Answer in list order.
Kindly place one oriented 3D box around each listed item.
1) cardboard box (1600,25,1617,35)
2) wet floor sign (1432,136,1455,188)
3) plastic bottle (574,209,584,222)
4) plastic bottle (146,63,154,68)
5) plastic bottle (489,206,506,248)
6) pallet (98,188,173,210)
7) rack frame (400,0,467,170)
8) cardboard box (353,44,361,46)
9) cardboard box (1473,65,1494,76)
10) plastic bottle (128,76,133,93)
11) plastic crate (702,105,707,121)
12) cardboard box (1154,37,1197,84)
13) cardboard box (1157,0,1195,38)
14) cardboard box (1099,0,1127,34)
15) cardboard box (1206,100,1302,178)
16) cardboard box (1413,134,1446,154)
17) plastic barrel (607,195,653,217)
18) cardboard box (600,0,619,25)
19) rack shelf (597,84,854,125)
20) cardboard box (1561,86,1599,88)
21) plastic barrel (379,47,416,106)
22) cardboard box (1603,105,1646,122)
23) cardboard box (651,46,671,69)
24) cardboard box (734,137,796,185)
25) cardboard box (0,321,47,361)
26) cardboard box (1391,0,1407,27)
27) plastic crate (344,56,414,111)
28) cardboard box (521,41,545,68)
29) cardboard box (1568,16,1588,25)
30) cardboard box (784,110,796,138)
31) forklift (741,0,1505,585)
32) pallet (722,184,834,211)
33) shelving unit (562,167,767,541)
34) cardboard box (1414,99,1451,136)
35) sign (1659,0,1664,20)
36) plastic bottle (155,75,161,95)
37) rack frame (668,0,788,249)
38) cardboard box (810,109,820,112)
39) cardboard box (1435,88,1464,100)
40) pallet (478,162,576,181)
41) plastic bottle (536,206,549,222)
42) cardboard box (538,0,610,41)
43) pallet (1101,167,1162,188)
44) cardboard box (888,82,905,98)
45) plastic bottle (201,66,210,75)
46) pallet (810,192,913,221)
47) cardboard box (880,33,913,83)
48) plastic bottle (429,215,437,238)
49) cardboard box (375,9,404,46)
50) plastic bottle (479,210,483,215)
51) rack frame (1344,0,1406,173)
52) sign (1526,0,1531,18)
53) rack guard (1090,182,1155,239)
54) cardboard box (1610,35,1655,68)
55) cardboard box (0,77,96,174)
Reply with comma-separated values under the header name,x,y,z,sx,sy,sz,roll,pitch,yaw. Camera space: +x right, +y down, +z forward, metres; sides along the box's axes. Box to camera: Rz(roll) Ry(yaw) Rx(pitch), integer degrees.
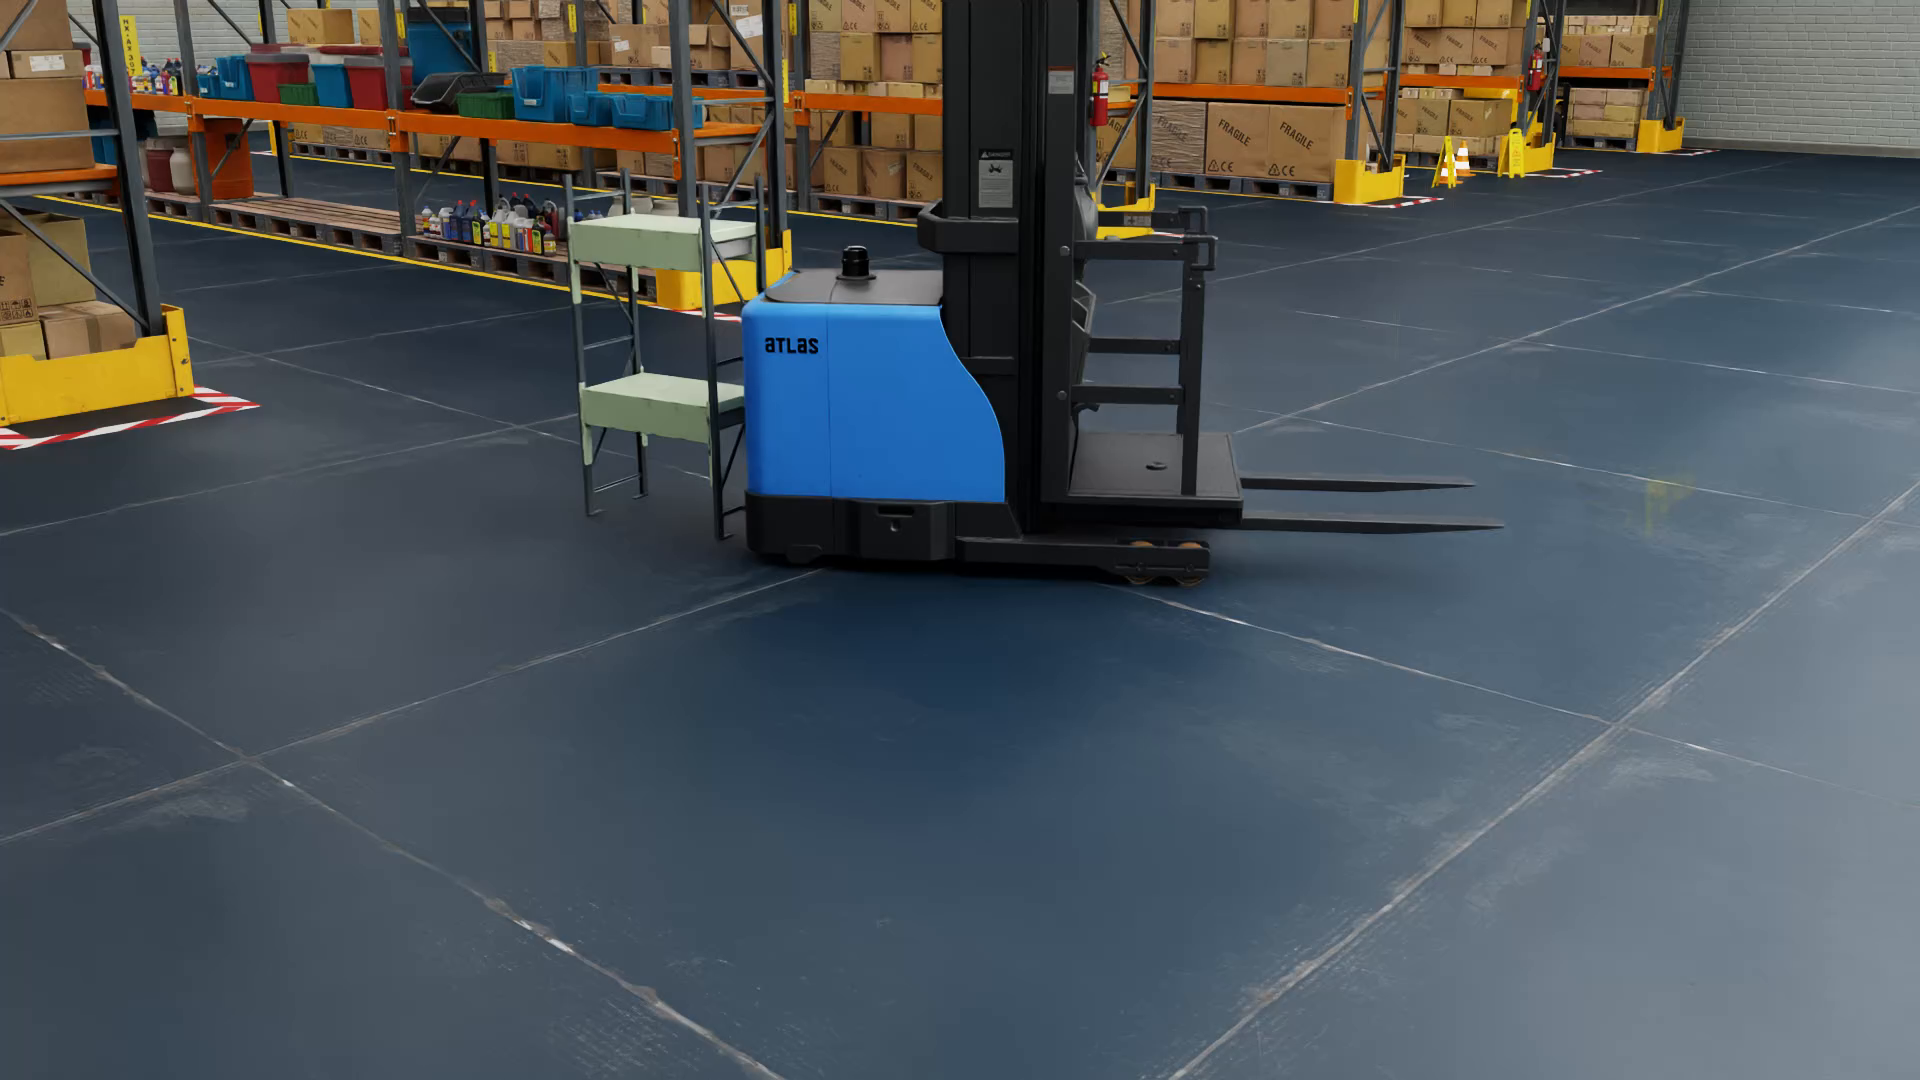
name,x,y,z,sx,sy,sz,roll,pitch,yaw
cardboard box,10.600,-8.282,27.013,0.250,0.149,0.380,16,23,40
wet floor sign,6.243,-4.865,21.374,0.232,0.644,0.267,11,20,30
plastic bottle,-3.380,-2.796,14.745,0.097,0.271,0.097,0,18,0
plastic bottle,-9.564,-5.492,19.663,0.135,0.276,0.152,15,23,39
plastic bottle,-3.953,-2.693,14.291,0.185,0.351,0.144,15,23,39
pallet,-9.257,-3.993,19.345,1.213,0.211,1.003,15,23,39
rack frame,-7.436,-6.852,23.744,0.127,3.000,1.000,15,23,39
cardboard box,-8.711,-7.158,24.463,0.500,0.250,0.500,16,23,40
cardboard box,7.432,-6.618,23.420,0.250,0.149,0.380,15,23,39
plastic bottle,-9.172,-5.087,18.375,0.133,0.283,0.061,15,23,39
plastic crate,-2.204,-3.449,13.457,0.250,0.136,0.298,15,23,39
cardboard box,2.952,-6.108,21.150,0.550,0.550,0.875,15,23,39
cardboard box,2.970,-6.629,21.006,0.550,0.550,0.875,15,23,39
cardboard box,1.309,-5.281,16.483,0.500,0.500,0.500,15,23,39
cardboard box,3.697,-5.030,20.819,0.875,0.875,0.875,15,23,38
cardboard box,6.952,-5.782,24.222,0.500,0.250,0.500,15,23,39
plastic barrel,-2.666,-2.552,13.613,0.421,0.512,0.421,0,18,0
cardboard box,-5.761,-8.962,28.083,0.500,0.500,0.500,14,22,38
rack shelf,-2.948,-5.305,20.057,4.000,0.370,1.077,15,23,39
cardboard box,10.432,-7.517,28.036,0.500,0.250,0.500,15,23,39
plastic barrel,-5.310,-4.432,15.893,0.433,0.535,0.433,0,18,0
cardboard box,10.838,-6.964,27.120,0.500,0.250,0.500,15,23,39
cardboard box,-3.343,-5.789,19.948,0.500,0.250,0.500,14,22,38
cardboard box,-2.242,-4.492,19.713,0.500,0.500,0.700,15,23,39
cardboard box,-5.636,-1.133,9.573,0.500,0.250,0.500,15,23,39
cardboard box,6.486,-7.718,24.163,0.500,0.500,0.700,15,23,39
plastic crate,-5.305,-4.184,15.230,0.583,0.464,0.402,15,23,39
cardboard box,-5.347,-6.241,21.654,0.500,0.500,0.500,15,23,39
cardboard box,10.177,-8.515,27.253,0.250,0.149,0.380,16,23,41
cardboard box,-2.534,-6.440,25.884,0.500,0.500,0.500,14,22,37
forklift,0.679,-1.388,6.640,3.031,2.935,1.130,2,18,6
pallet,-2.036,-4.073,19.596,1.213,0.211,1.003,15,23,39
shelving unit,-1.251,-0.819,7.213,0.755,1.500,0.431,10,20,29
cardboard box,6.952,-6.138,24.105,0.500,0.500,0.500,16,24,41
sign,11.039,-8.354,26.169,0.005,0.325,0.100,15,23,39
plastic bottle,-8.637,-4.912,17.958,0.097,0.201,0.097,0,18,0
rack frame,-1.748,-3.322,12.621,0.127,3.000,1.000,15,23,39
cardboard box,-2.147,-6.694,25.444,0.500,0.250,0.500,15,23,40
cardboard box,7.026,-6.402,23.863,0.250,0.149,0.380,16,24,41
pallet,-5.892,-5.140,22.960,1.213,0.211,1.003,15,23,39
plastic bottle,-3.731,-2.845,14.879,0.133,0.283,0.061,15,23,39
cardboard box,-4.980,-6.725,21.521,0.637,0.503,0.797,16,24,41
pallet,2.432,-4.848,22.040,1.213,0.211,1.003,15,23,39
cardboard box,-0.540,-4.770,17.597,0.250,0.149,0.380,15,23,39
plastic bottle,-8.528,-5.223,18.822,0.097,0.271,0.097,0,18,0
pallet,-0.927,-3.790,18.705,1.213,0.211,1.003,15,23,39
cardboard box,-0.365,-5.145,17.708,0.500,0.500,0.875,15,23,39
plastic bottle,-4.717,-2.818,14.930,0.097,0.201,0.097,0,18,0
cardboard box,-7.957,-7.312,23.709,0.500,0.500,0.500,16,24,41
plastic bottle,-4.223,-2.777,14.686,0.097,0.271,0.097,0,18,0
rack frame,4.907,-5.545,19.624,0.127,3.000,1.000,15,23,39
sign,7.734,-7.266,22.611,0.005,0.325,0.100,15,23,39
rack guard,1.483,-3.267,16.578,0.348,0.500,1.175,15,23,39
cardboard box,10.867,-7.896,26.867,0.500,0.500,0.500,14,23,38
cardboard box,-5.380,-2.347,9.382,0.500,0.500,0.700,15,23,39
